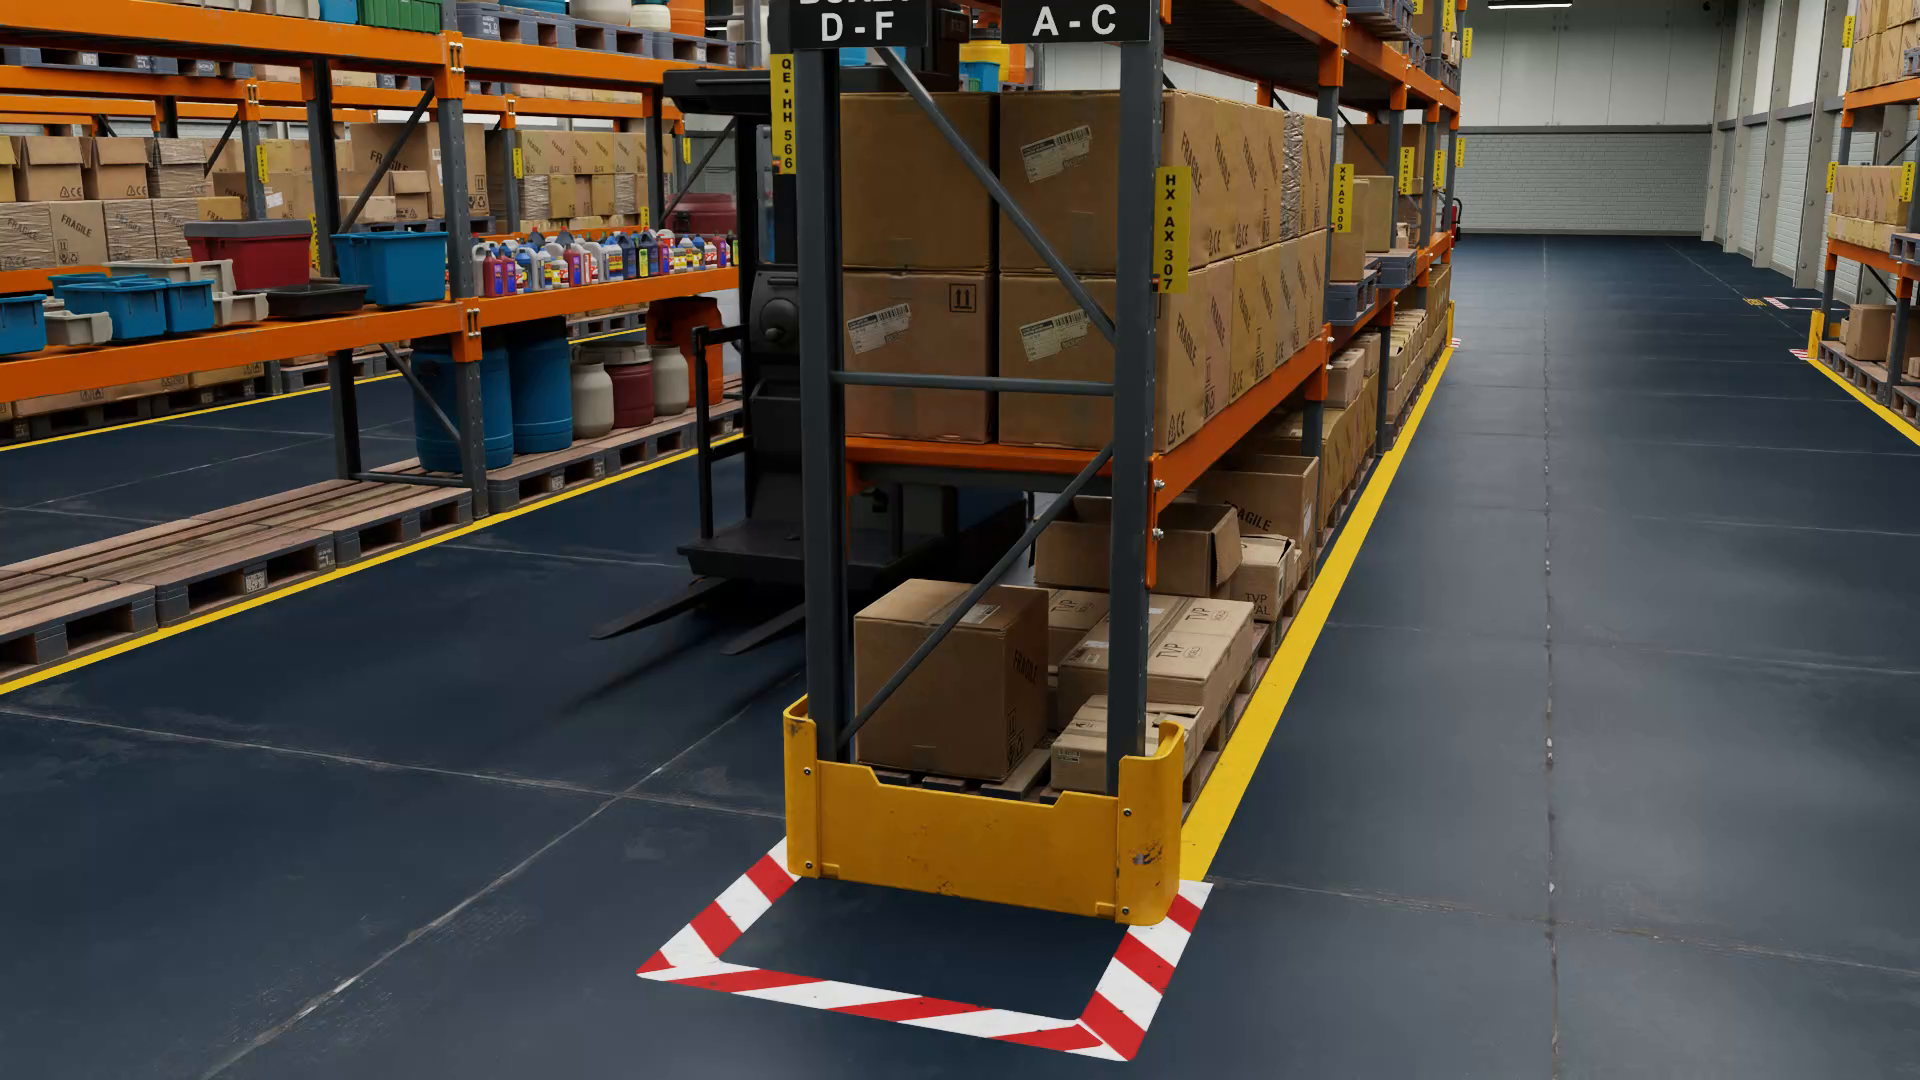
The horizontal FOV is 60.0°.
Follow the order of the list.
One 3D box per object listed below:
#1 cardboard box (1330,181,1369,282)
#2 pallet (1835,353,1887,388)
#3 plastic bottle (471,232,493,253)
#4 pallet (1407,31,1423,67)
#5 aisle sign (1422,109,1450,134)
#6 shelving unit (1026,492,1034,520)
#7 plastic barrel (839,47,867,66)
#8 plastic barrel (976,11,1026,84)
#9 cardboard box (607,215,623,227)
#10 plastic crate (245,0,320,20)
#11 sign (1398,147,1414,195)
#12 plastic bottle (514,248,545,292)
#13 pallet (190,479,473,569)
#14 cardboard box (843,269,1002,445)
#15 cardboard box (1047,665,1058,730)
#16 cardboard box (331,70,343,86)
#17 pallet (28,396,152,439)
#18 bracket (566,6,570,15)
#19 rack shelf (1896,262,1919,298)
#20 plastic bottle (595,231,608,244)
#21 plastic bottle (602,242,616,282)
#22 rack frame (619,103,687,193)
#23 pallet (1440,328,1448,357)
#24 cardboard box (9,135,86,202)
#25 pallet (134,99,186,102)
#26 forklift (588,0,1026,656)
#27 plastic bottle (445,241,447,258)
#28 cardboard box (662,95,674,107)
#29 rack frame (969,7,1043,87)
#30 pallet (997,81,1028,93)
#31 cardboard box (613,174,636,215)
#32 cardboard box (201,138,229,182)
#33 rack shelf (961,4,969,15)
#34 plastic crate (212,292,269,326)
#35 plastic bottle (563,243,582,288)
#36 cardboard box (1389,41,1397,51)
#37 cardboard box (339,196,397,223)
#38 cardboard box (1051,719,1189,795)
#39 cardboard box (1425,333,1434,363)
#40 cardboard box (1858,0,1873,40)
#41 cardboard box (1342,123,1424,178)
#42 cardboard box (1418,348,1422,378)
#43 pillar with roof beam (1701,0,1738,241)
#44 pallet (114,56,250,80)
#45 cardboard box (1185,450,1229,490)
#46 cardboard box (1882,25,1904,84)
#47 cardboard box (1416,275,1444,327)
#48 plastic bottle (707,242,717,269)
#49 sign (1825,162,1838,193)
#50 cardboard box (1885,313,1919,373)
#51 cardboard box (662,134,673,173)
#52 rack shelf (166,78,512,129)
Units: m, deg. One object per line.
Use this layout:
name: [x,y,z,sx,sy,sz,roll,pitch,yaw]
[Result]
cardboard box: [1.697,-1.608,8.622,0.700,0.500,0.500,0,13,-1]
pallet: [9.186,-1.641,16.204,1.003,0.211,1.213,4,14,18]
plastic bottle: [-3.170,-1.849,10.961,0.144,0.351,0.185,4,14,18]
pallet: [2.761,-3.632,12.345,1.213,0.211,1.003,5,14,21]
aisle sign: [5.514,-5.057,19.062,0.394,0.787,0.004,4,14,18]
shelving unit: [0.123,-0.795,9.601,0.431,1.500,0.755,5,14,21]
plastic barrel: [-1.148,-4.621,15.125,0.600,0.901,0.708,4,14,18]
plastic barrel: [0.492,-5.920,20.032,0.600,0.830,0.708,4,14,18]
cardboard box: [-4.441,-3.990,20.794,0.380,0.149,0.250,4,14,18]
plastic crate: [-3.405,-2.667,8.281,0.293,0.136,0.466,4,14,18]
sign: [3.143,-2.601,11.721,0.100,0.325,0.005,4,14,18]
plastic bottle: [-2.725,-1.714,10.537,0.152,0.276,0.135,4,14,18]
pallet: [-3.555,-0.111,9.499,1.003,0.211,1.213,4,14,18]
cardboard box: [-0.075,-0.591,5.111,0.500,0.500,0.500,5,14,20]
cardboard box: [0.197,0.528,5.814,0.380,0.166,0.250,4,14,18]
cardboard box: [-6.187,-4.405,15.641,0.500,0.250,0.500,5,14,20]
pallet: [-7.469,-1.051,13.617,1.003,0.211,1.213,4,14,18]
bracket: [-11.344,-15.119,47.418,0.235,0.232,0.430,4,14,18]
rack shelf: [7.962,-1.827,12.369,1.077,0.370,4.000,4,14,18]
plastic bottle: [-2.742,-2.223,12.749,0.061,0.283,0.133,4,14,18]
plastic bottle: [-2.406,-1.901,11.367,0.097,0.271,0.097,0,13,0]
rack frame: [-4.158,-4.511,22.511,1.000,3.000,0.127,4,14,18]
pallet: [5.007,-2.274,18.975,1.003,0.211,1.213,4,14,18]
cardboard box: [-7.422,-2.933,13.118,0.797,0.503,0.637,5,14,20]
pallet: [-9.838,-5.638,20.907,1.003,0.211,1.213,4,14,18]
forklift: [-0.648,-1.103,7.734,1.130,2.935,3.031,5,14,21]
plastic bottle: [-3.366,-1.821,10.836,0.144,0.351,0.185,4,14,18]
cardboard box: [-4.073,-5.781,21.669,0.500,0.250,0.500,5,14,20]
rack frame: [0.529,-7.079,20.281,1.000,3.000,0.127,4,14,18]
pallet: [0.169,-5.358,19.904,1.003,0.211,1.213,4,14,18]
cardboard box: [-4.613,-4.375,21.022,0.875,0.500,0.500,4,14,18]
cardboard box: [-9.893,-4.846,21.216,0.875,0.550,0.550,4,14,18]
rack shelf: [-0.118,-6.112,18.561,1.077,0.370,4.000,4,14,18]
plastic crate: [-3.633,-1.140,8.201,0.293,0.136,0.466,4,14,18]
plastic bottle: [-2.544,-1.804,10.915,0.061,0.283,0.133,4,14,18]
cardboard box: [2.352,-3.422,10.775,0.910,0.500,0.500,4,14,18]
cardboard box: [-5.986,-3.295,16.575,0.500,0.250,0.500,4,13,17]
cardboard box: [0.498,0.684,5.169,0.380,0.149,0.250,4,14,18]
cardboard box: [4.357,-1.895,16.284,0.500,0.250,0.500,4,14,18]
cardboard box: [9.338,-5.284,16.640,0.500,0.500,0.500,4,14,18]
cardboard box: [4.058,-3.730,15.949,0.700,0.500,0.500,4,14,19]
cardboard box: [3.895,-1.605,15.012,0.500,0.250,0.500,4,13,18]
pillar with roof beam: [16.128,-12.783,45.270,9.100,9.000,0.548,4,14,18]
pallet: [-6.904,-4.058,14.208,1.213,0.211,1.003,5,14,21]
cardboard box: [1.220,-0.391,9.088,0.500,0.500,0.500,4,14,18]
cardboard box: [8.857,-4.469,15.316,0.500,0.500,0.500,4,13,16]
cardboard box: [4.690,-2.470,17.120,0.500,0.500,0.500,4,14,18]
plastic bottle: [-1.916,-2.186,12.770,0.097,0.201,0.097,0,13,0]
sign: [9.389,-3.902,17.899,0.100,0.325,0.005,4,14,18]
cardboard box: [8.907,-1.816,15.333,0.500,0.500,0.500,3,13,14]
cardboard box: [-4.102,-5.059,21.771,0.500,0.500,0.500,4,14,18]
rack shelf: [-6.099,-4.359,16.723,1.077,0.370,4.000,4,14,18]
